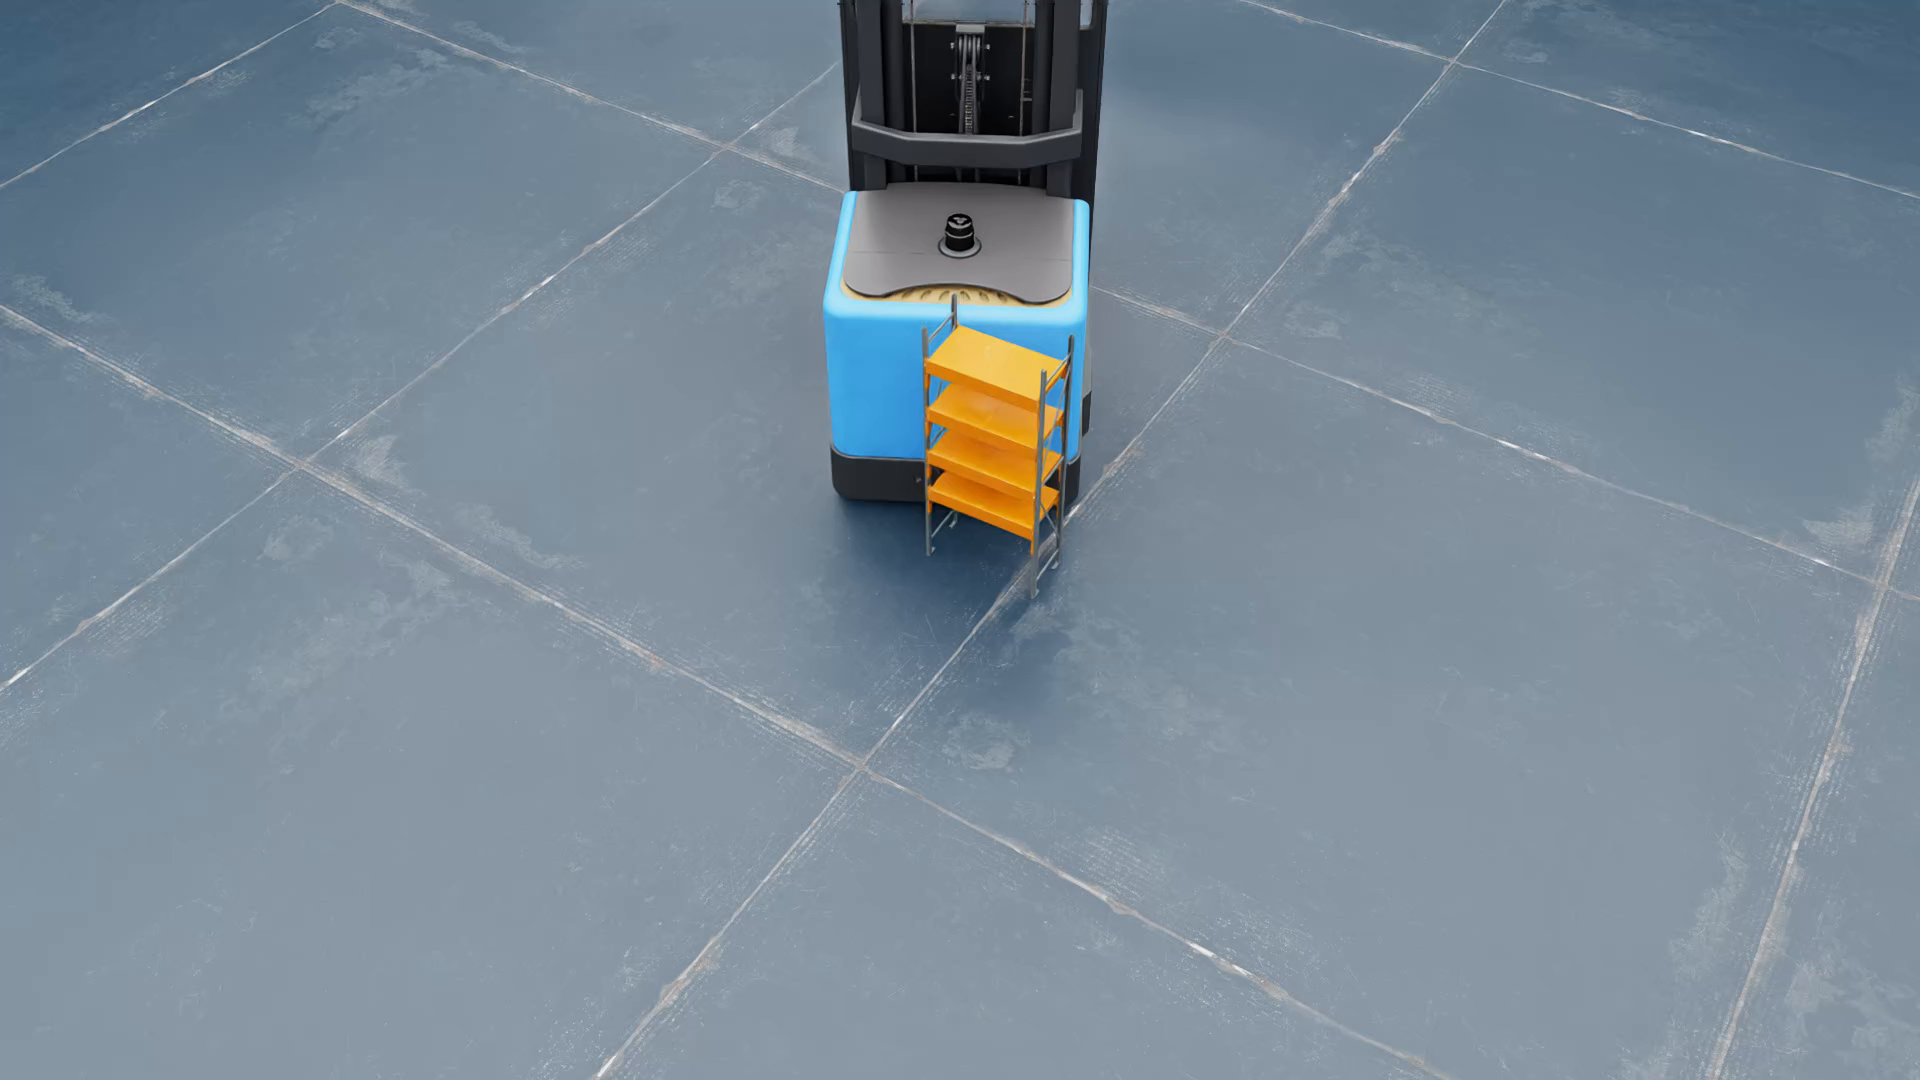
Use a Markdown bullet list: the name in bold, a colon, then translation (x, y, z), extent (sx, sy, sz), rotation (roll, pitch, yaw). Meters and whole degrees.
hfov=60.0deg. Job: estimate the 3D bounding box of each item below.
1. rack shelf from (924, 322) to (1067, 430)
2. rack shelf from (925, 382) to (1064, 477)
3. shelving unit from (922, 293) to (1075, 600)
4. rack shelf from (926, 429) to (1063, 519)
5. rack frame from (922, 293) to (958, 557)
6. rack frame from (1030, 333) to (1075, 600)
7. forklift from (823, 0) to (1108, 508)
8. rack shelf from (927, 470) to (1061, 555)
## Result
- **rack shelf**: translation (0.138, -0.614, 6.183), extent (0.480, 0.148, 0.258), rotation (22, 50, 20)
- **rack shelf**: translation (0.138, -0.449, 6.353), extent (0.480, 0.148, 0.258), rotation (22, 50, 20)
- **shelving unit**: translation (0.138, -0.340, 6.465), extent (0.503, 1.200, 0.258), rotation (22, 50, 20)
- **rack shelf**: translation (0.138, -0.293, 6.514), extent (0.480, 0.148, 0.258), rotation (22, 50, 20)
- **rack frame**: translation (-0.075, -0.426, 6.549), extent (0.015, 1.200, 0.240), rotation (22, 50, 20)
- **rack frame**: translation (0.350, -0.254, 6.382), extent (0.015, 1.200, 0.240), rotation (22, 50, 20)
- **forklift**: translation (0.071, -2.208, 7.073), extent (1.130, 2.935, 3.031), rotation (3, 46, 3)
- **rack shelf**: translation (0.138, -0.154, 6.656), extent (0.480, 0.148, 0.258), rotation (22, 50, 20)
